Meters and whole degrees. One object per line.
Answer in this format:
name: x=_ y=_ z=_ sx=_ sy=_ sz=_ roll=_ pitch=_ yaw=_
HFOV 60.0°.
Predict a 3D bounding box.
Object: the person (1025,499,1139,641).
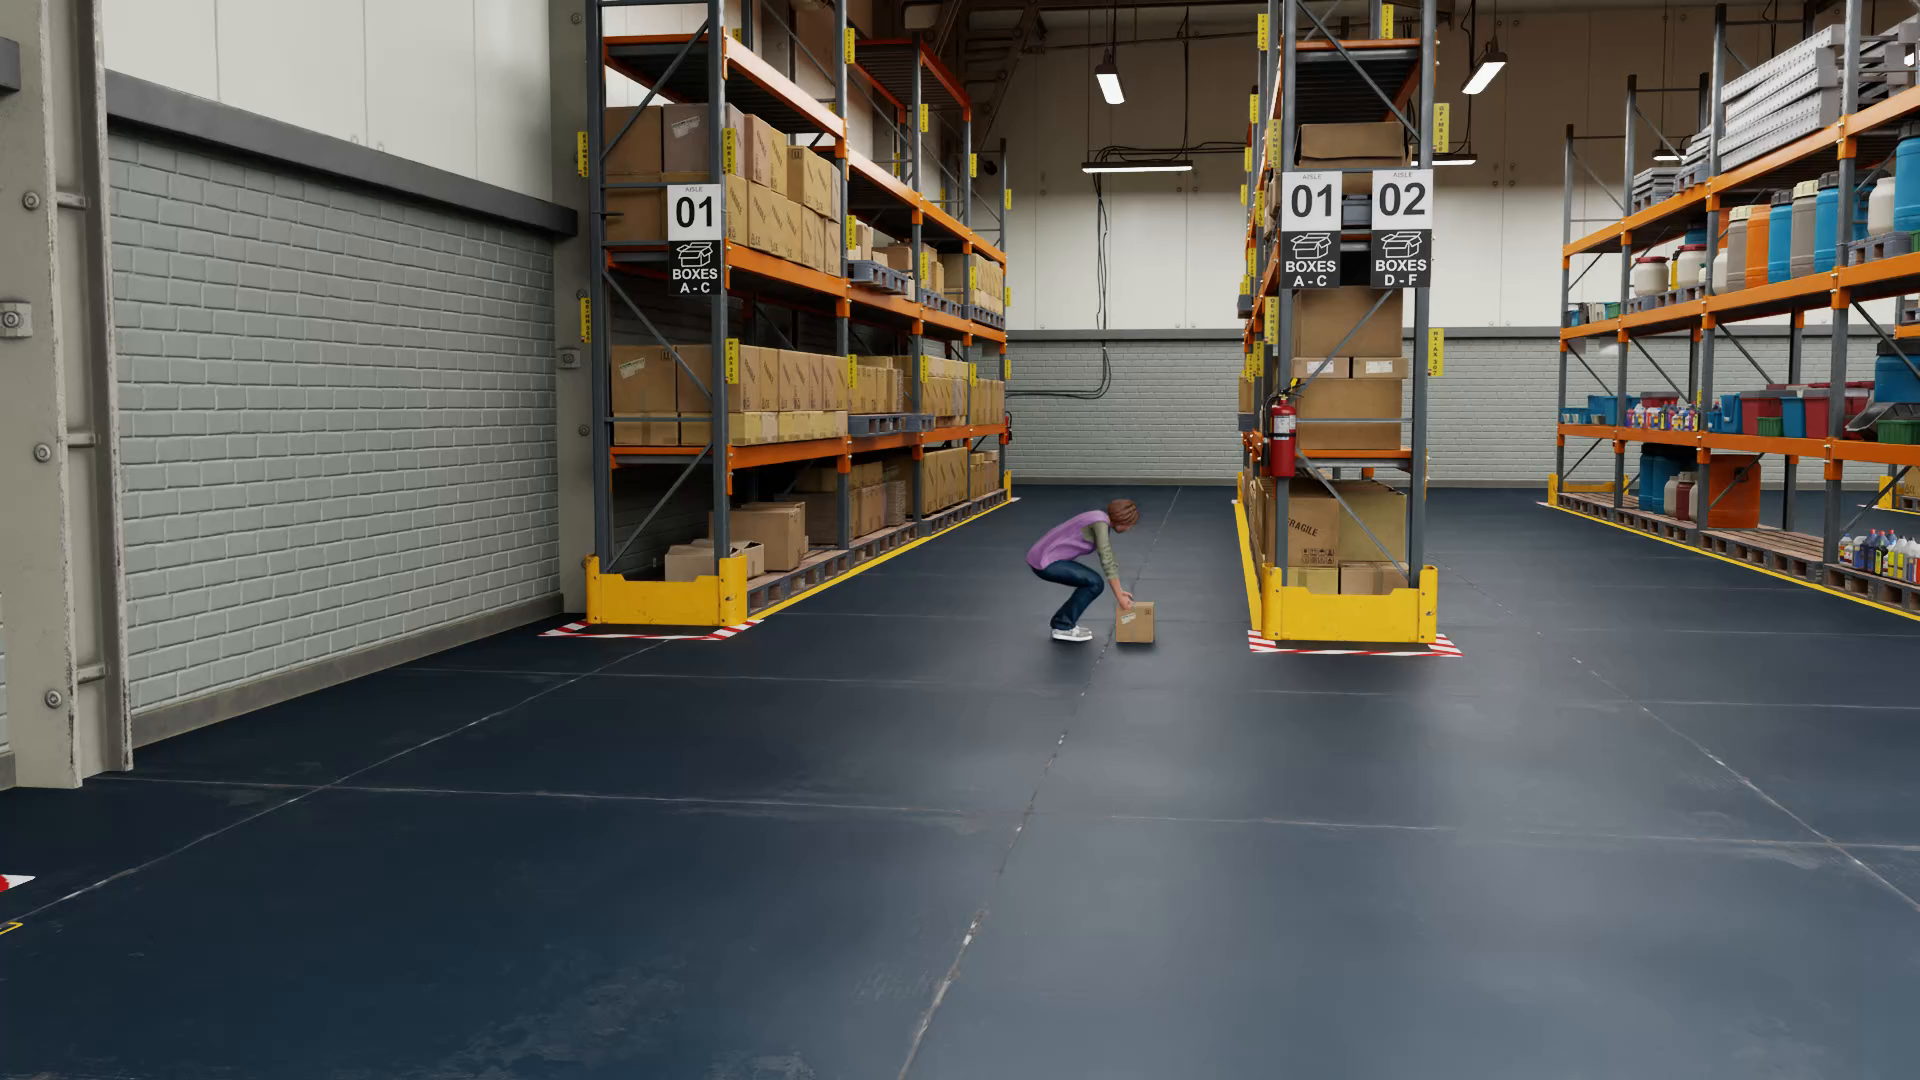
person: x=0.844 y=0.206 z=11.512 sx=0.779 sy=0.963 sz=0.450 roll=1 pitch=5 yaw=9
